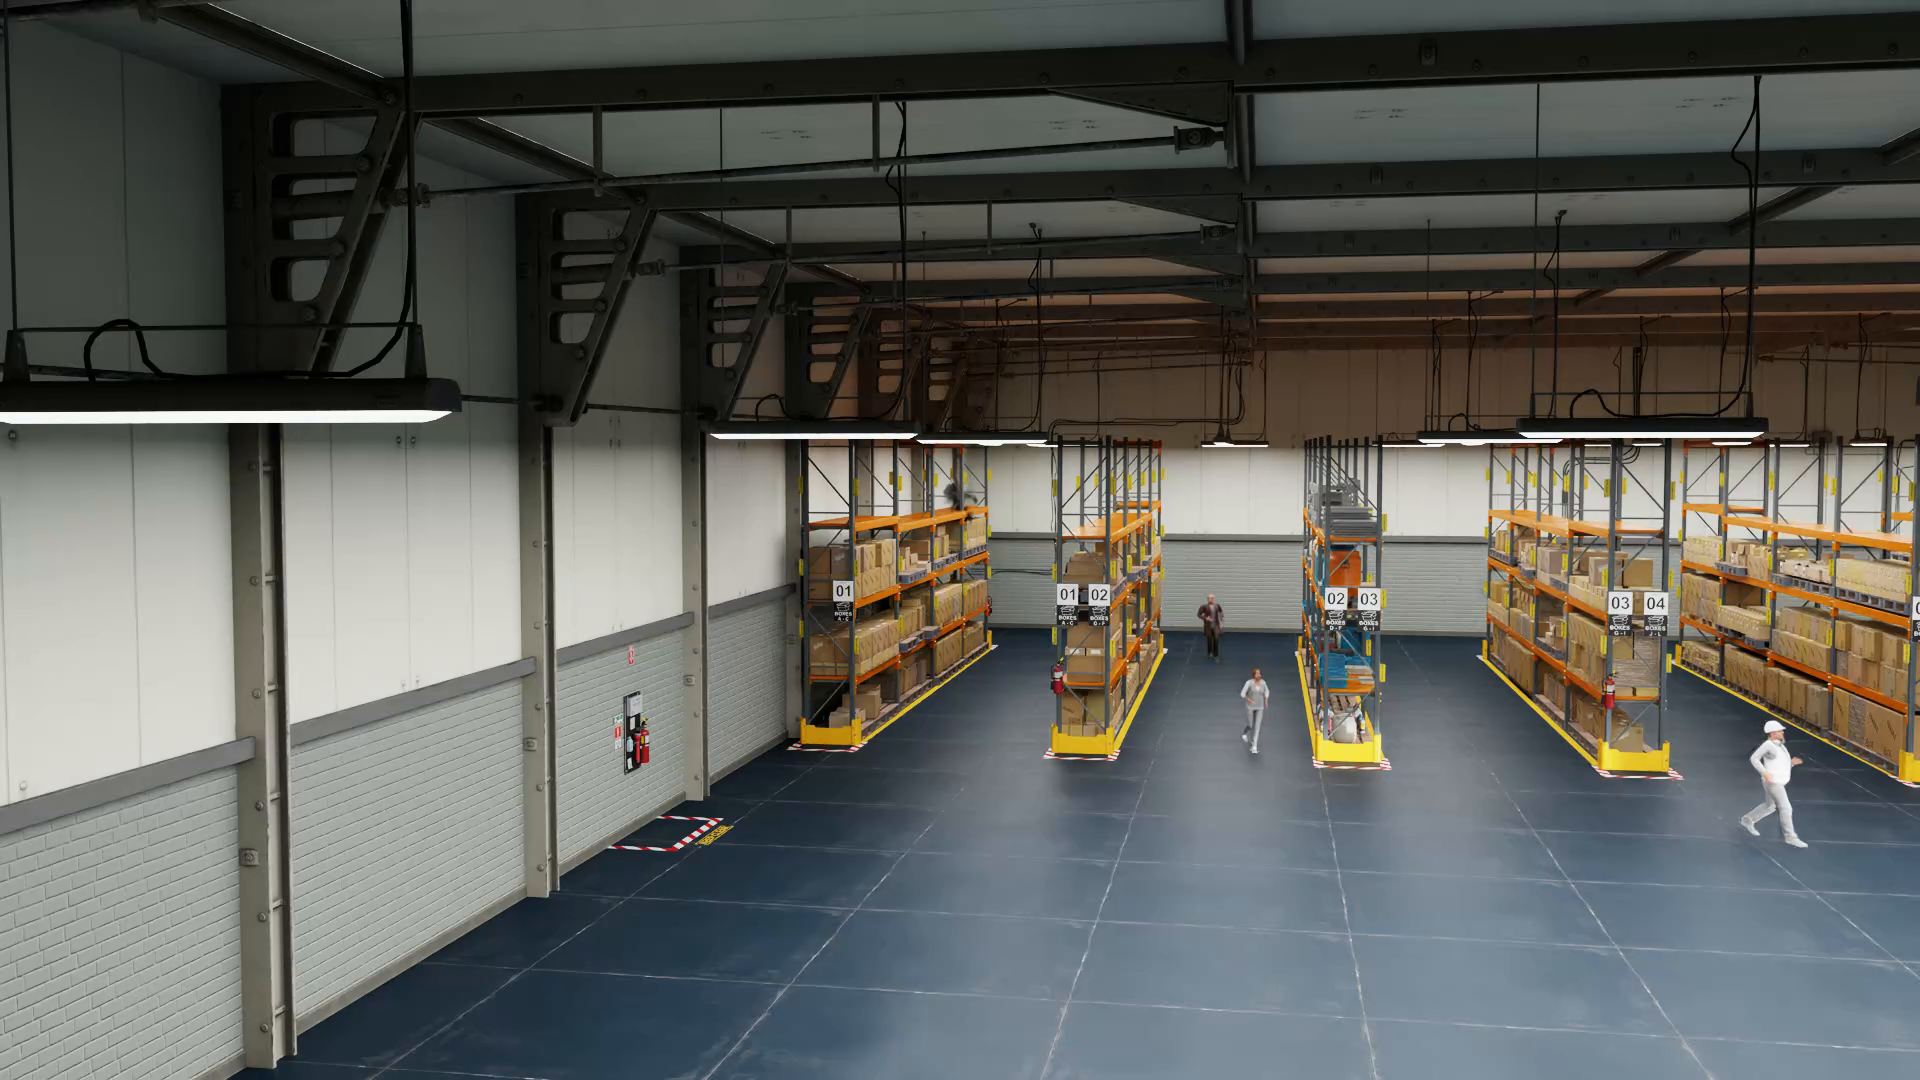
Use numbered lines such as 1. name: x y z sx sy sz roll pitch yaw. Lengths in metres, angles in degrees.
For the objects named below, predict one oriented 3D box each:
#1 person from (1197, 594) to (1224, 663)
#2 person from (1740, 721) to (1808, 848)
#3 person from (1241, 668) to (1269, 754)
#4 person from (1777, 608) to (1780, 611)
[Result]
1. person: 6.817 2.438 45.215 0.745 1.752 0.923 0 3 -5
2. person: 11.814 3.503 24.112 0.956 1.768 0.651 3 4 40
3. person: 5.624 3.220 31.670 0.569 1.587 0.820 0 3 -4
4. person: 20.995 2.574 42.606 0.606 1.682 0.866 1 3 10
